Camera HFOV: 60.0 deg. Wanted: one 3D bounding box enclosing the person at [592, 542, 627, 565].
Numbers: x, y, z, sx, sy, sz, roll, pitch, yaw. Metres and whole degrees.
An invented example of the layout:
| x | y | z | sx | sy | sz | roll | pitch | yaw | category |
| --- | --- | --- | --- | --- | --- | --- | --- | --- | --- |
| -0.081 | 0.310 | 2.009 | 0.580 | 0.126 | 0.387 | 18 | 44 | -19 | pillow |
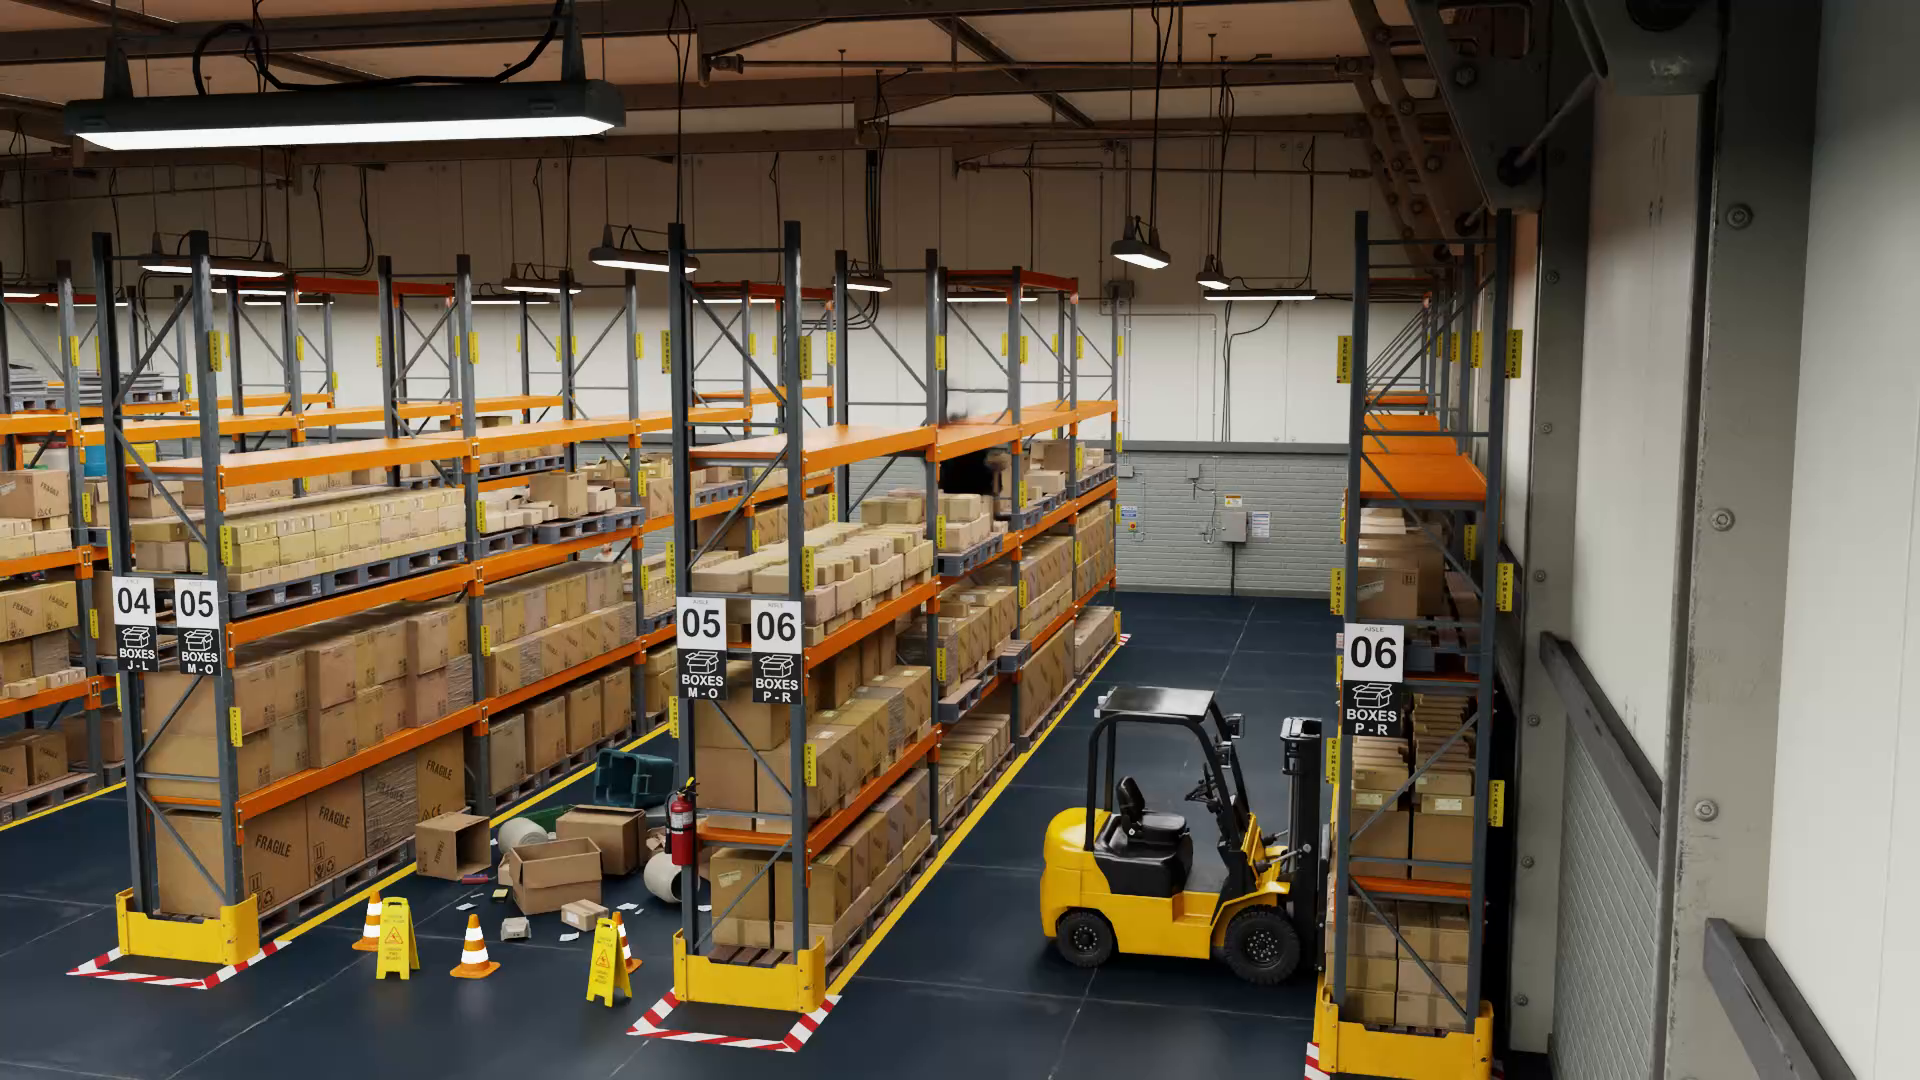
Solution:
| x | y | z | sx | sy | sz | roll | pitch | yaw | category |
| --- | --- | --- | --- | --- | --- | --- | --- | --- | --- |
| -6.100 | 0.795 | 28.859 | 0.551 | 1.688 | 0.919 | 1 | 7 | 9 | person |
